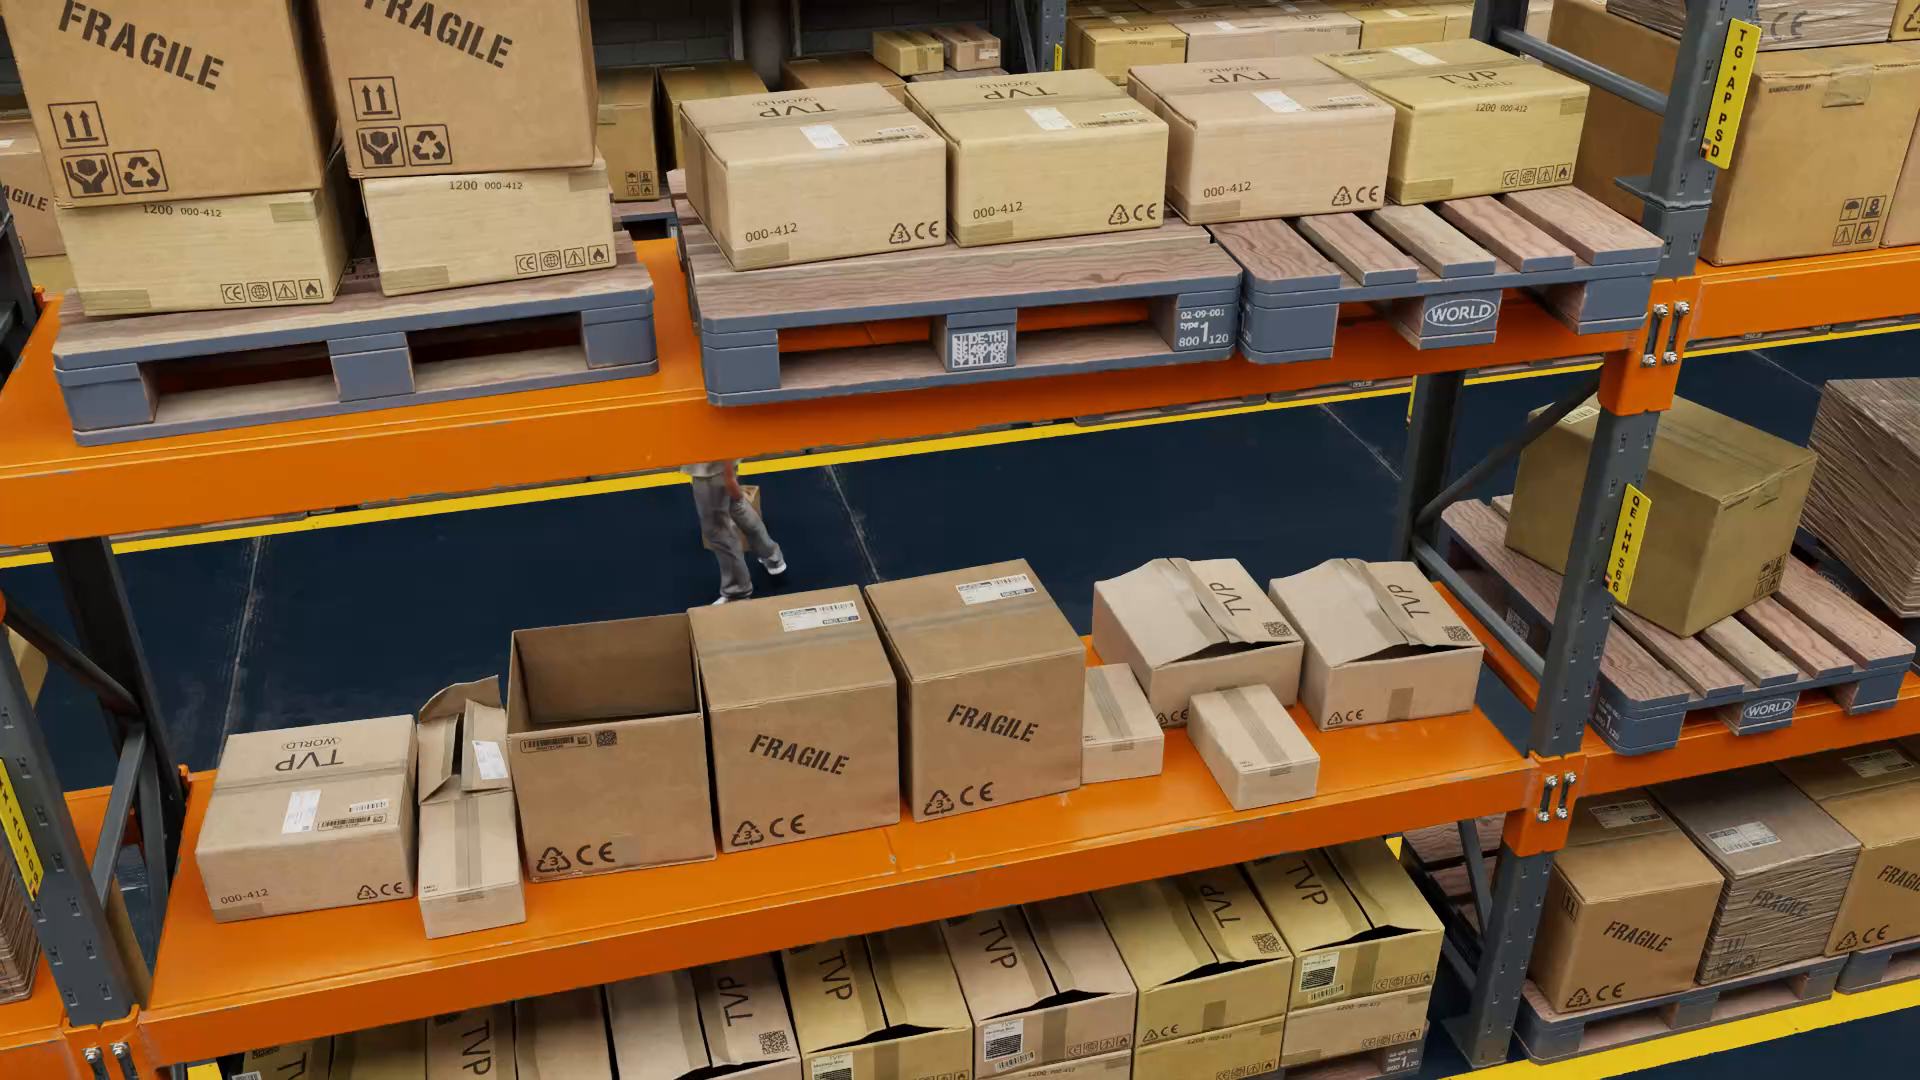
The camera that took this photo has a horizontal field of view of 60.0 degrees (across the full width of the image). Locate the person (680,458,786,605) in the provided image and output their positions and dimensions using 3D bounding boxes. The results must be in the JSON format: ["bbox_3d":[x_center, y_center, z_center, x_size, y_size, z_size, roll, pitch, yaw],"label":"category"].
[{"bbox_3d":[-1.077,-0.417,7.723,0.458,1.592,0.598,-1,31,-2],"label":"person"}]
